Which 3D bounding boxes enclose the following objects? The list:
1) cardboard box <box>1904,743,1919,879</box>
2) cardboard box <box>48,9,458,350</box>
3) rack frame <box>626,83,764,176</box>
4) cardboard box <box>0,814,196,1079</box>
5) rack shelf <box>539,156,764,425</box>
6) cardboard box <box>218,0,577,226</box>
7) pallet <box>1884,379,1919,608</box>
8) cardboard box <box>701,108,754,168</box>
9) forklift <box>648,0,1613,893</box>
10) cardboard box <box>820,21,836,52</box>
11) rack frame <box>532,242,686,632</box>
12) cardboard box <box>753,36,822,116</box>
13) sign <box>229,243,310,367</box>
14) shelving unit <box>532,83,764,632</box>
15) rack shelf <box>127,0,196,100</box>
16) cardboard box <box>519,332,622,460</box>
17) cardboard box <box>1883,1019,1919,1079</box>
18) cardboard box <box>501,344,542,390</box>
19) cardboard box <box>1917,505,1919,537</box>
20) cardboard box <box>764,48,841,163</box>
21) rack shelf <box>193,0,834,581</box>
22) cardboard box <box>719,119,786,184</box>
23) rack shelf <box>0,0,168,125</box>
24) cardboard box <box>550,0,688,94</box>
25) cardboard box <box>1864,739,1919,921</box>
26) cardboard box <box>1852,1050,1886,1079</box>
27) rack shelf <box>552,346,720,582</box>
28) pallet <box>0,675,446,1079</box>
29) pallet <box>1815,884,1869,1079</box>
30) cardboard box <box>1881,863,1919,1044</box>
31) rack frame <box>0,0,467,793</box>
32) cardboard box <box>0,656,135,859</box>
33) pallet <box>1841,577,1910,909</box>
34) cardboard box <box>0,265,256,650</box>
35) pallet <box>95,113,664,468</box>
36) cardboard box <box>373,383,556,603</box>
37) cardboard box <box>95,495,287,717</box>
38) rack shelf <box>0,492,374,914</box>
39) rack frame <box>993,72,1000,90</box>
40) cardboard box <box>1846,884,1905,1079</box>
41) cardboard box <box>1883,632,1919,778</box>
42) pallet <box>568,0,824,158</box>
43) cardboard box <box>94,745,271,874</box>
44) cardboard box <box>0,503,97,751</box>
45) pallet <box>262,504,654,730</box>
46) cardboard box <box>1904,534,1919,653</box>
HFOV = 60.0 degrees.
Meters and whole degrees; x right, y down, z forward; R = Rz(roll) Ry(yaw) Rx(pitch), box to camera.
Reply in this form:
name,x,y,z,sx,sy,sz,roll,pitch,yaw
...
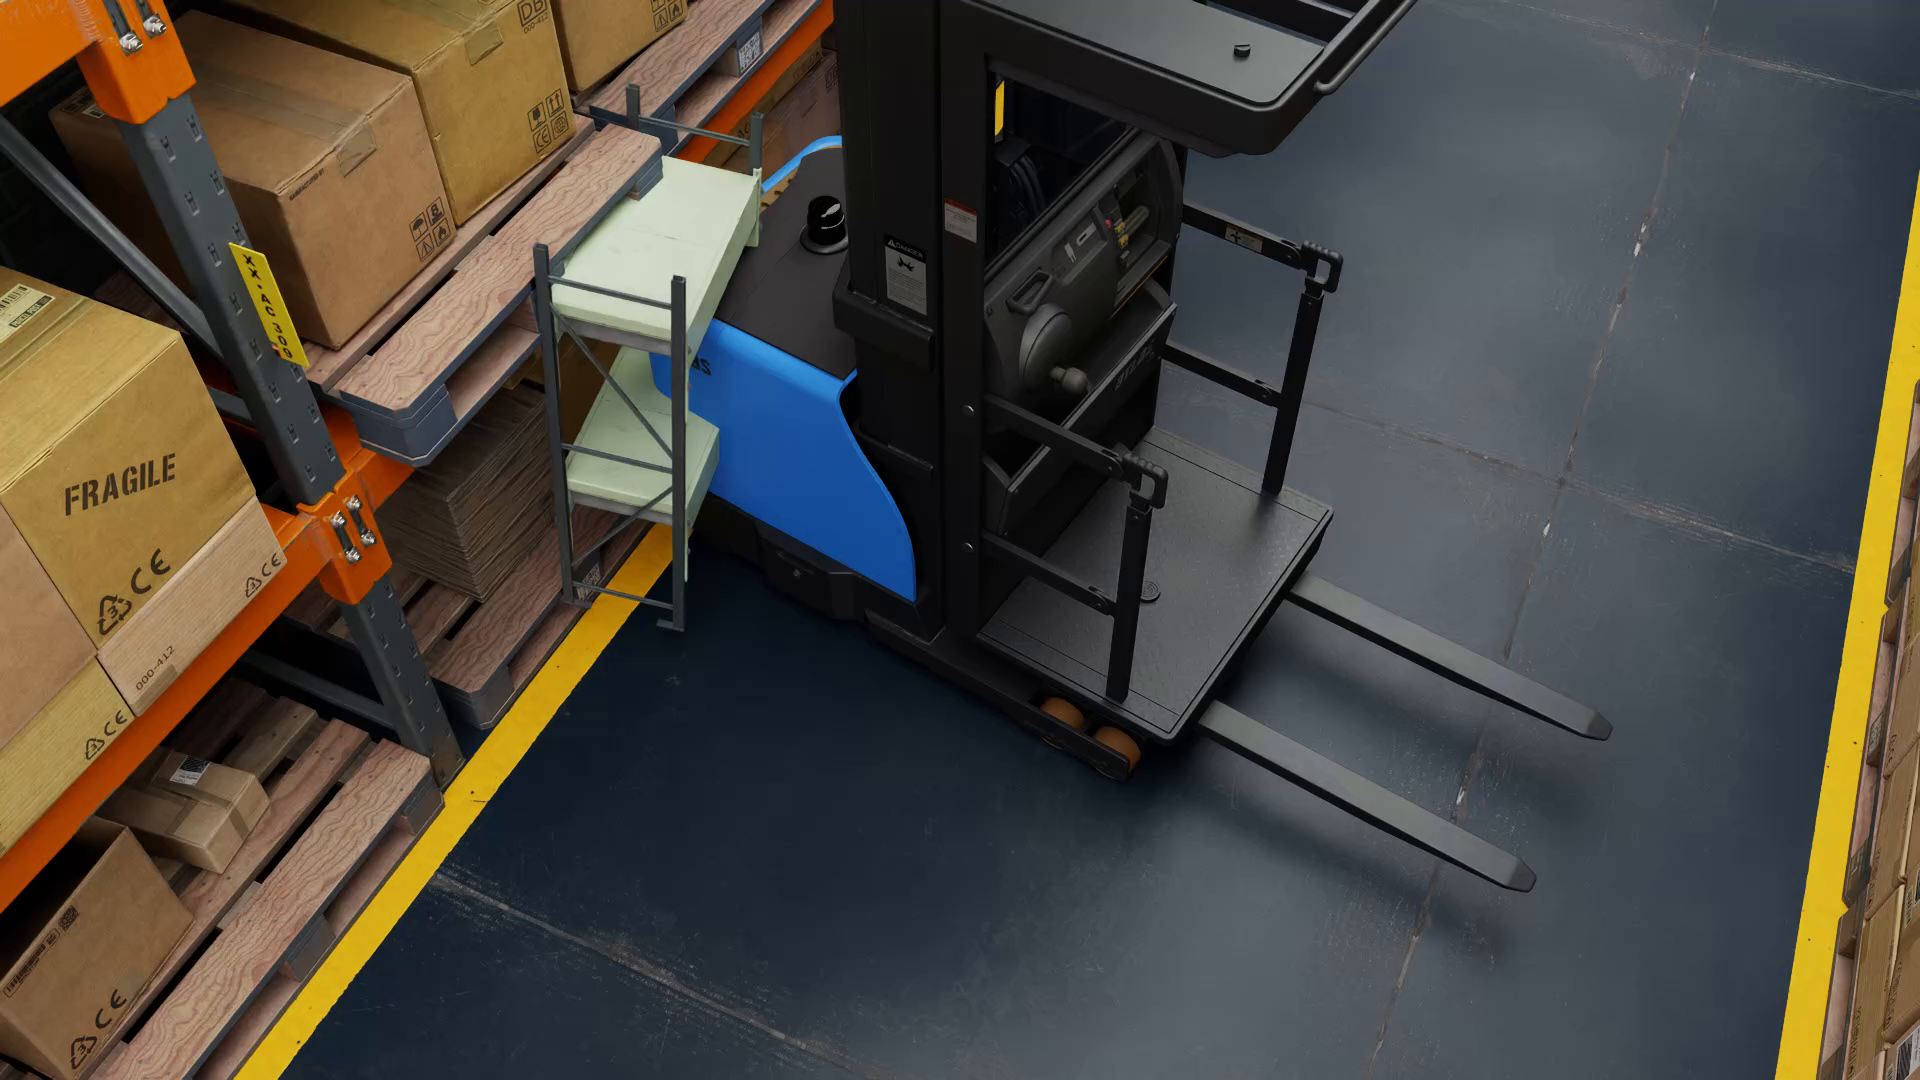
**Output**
name,x,y,z,sx,sy,sz,roll,pitch,yaw
cardboard box,2.817,0.704,4.342,0.500,0.311,0.500,20,52,16
cardboard box,-1.761,-0.917,4.206,0.700,0.500,0.500,20,52,16
rack frame,-0.849,-0.773,5.296,0.400,1.500,0.023,13,50,2
cardboard box,-2.416,0.993,4.288,0.500,0.500,0.500,16,52,13
rack shelf,-0.871,-0.751,4.762,0.431,0.370,0.720,13,50,2
cardboard box,-1.516,-1.299,4.532,0.700,0.500,0.500,25,54,20
pallet,3.793,-0.090,5.688,1.003,0.211,1.213,20,52,16
cardboard box,-1.076,-1.492,5.910,0.500,0.250,0.500,20,52,16
forklift,0.518,-0.682,4.406,3.031,2.935,1.130,27,55,21
cardboard box,-0.561,-1.977,6.815,0.700,0.500,0.500,20,53,17
rack frame,-0.992,-0.233,4.823,0.400,1.500,0.023,13,50,2
cardboard box,-0.861,-1.848,6.213,0.500,0.250,0.500,21,53,17
sign,-1.515,-0.512,3.648,0.100,0.325,0.005,20,52,16
shelving unit,-0.921,-0.503,5.059,0.431,1.500,0.755,13,50,2
rack shelf,-1.155,-2.519,4.427,1.077,0.370,4.000,20,52,16
cardboard box,-1.534,-0.620,5.660,0.700,0.500,0.500,19,52,15
cardboard box,2.385,1.408,3.744,0.500,0.311,0.500,20,52,16
cardboard box,-1.525,-0.795,5.317,0.500,0.250,0.500,19,52,15
cardboard box,3.477,-0.181,5.464,0.500,0.250,0.500,18,52,15
cardboard box,-0.886,-1.660,6.545,0.700,0.500,0.500,20,52,16
rack shelf,-1.155,-1.547,5.569,1.077,0.370,4.000,20,52,16
cardboard box,-1.073,-1.309,6.246,0.700,0.500,0.500,20,52,16
rack shelf,-2.864,0.236,2.083,1.077,0.370,4.000,20,52,16
cardboard box,-1.263,-1.763,4.926,0.700,0.500,0.500,27,55,21
cardboard box,2.822,0.882,4.560,0.500,0.250,0.500,21,53,17
cardboard box,2.386,1.582,3.964,0.500,0.250,0.500,19,52,16
rack shelf,-0.962,-0.296,5.308,0.431,0.370,0.720,13,50,2
pallet,-2.264,0.975,4.782,1.003,0.211,1.213,20,52,16
pallet,2.751,1.590,4.258,1.003,0.211,1.213,20,52,16
cardboard box,2.602,1.047,4.051,0.500,0.311,0.500,21,53,17
rack frame,-2.009,-0.403,4.123,1.000,3.000,0.127,20,52,16
cardboard box,-2.158,0.405,3.521,0.500,0.250,0.500,20,52,16
pallet,3.271,0.747,4.976,1.003,0.211,1.213,20,52,16
cardboard box,-1.931,-0.177,3.524,0.500,0.500,0.500,20,52,16
pallet,-1.551,-0.819,4.604,1.003,0.211,1.213,20,52,16
cardboard box,-1.710,-0.247,5.343,0.700,0.500,0.500,21,53,17
cardboard box,-1.937,0.064,3.811,0.500,0.250,0.500,20,52,16
rack shelf,-2.864,1.208,3.225,1.077,0.370,4.000,20,52,16
rack frame,-0.300,-3.157,6.467,1.000,3.000,0.127,20,52,16
cardboard box,2.604,1.234,4.260,0.500,0.250,0.500,19,52,16
cardboard box,3.041,0.532,4.858,0.500,0.250,0.500,21,53,17
pallet,-1.109,-1.718,5.369,1.003,0.211,1.213,20,52,16
cardboard box,-2.211,0.751,4.713,0.380,0.166,0.250,14,51,11
cardboard box,-2.139,0.168,3.230,0.500,0.500,0.500,20,52,16
pallet,-1.678,-0.036,5.642,1.003,0.211,1.213,20,52,16
cardboard box,3.260,0.179,5.158,0.500,0.250,0.500,19,52,15
